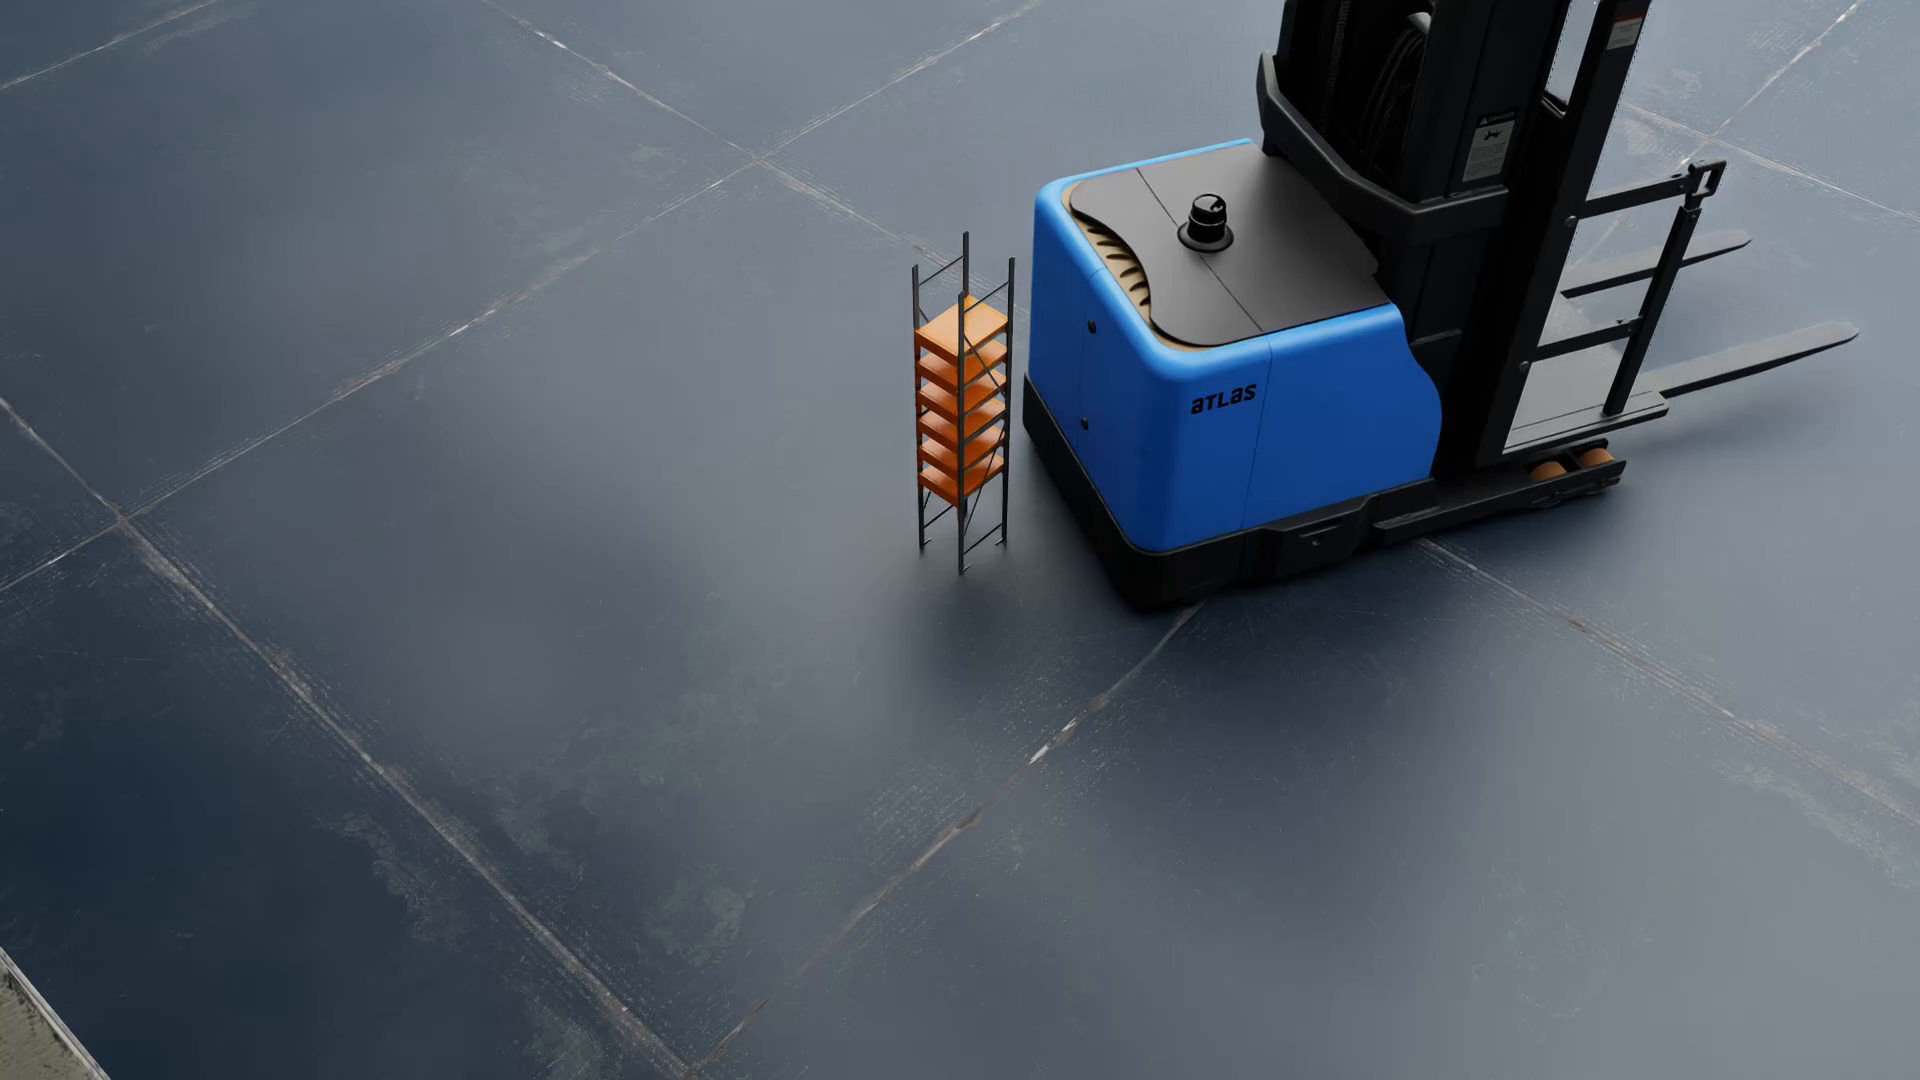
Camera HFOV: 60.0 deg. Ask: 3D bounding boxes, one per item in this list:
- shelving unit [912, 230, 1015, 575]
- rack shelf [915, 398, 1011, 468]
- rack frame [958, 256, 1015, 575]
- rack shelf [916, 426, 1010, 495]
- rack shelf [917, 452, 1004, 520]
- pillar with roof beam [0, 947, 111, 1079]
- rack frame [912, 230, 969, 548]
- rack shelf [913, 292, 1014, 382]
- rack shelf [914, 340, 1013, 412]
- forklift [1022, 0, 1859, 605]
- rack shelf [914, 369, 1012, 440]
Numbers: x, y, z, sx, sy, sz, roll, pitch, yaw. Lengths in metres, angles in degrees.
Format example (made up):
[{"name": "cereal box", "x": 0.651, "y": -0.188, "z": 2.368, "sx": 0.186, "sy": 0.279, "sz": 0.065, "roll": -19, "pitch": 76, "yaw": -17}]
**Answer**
[{"name": "shelving unit", "x": 0.011, "y": -0.404, "z": 5.297, "sx": 0.189, "sy": 1.200, "sz": 0.258, "roll": 34, "pitch": 55, "yaw": 28}, {"name": "rack shelf", "x": 0.011, "y": -0.373, "z": 5.329, "sx": 0.180, "sy": 0.103, "sz": 0.258, "roll": 34, "pitch": 55, "yaw": 28}, {"name": "rack frame", "x": 0.078, "y": -0.358, "z": 5.254, "sx": 0.006, "sy": 1.200, "sz": 0.240, "roll": 34, "pitch": 55, "yaw": 28}, {"name": "rack shelf", "x": 0.011, "y": -0.291, "z": 5.417, "sx": 0.180, "sy": 0.103, "sz": 0.258, "roll": 34, "pitch": 55, "yaw": 28}, {"name": "rack shelf", "x": 0.011, "y": -0.209, "z": 5.504, "sx": 0.180, "sy": 0.103, "sz": 0.258, "roll": 34, "pitch": 55, "yaw": 28}, {"name": "pillar with roof beam", "x": 1.402, "y": -3.337, "z": 2.702, "sx": 0.400, "sy": 9.000, "sz": 9.100, "roll": 34, "pitch": 55, "yaw": 28}, {"name": "rack frame", "x": -0.057, "y": -0.449, "z": 5.339, "sx": 0.006, "sy": 1.200, "sz": 0.240, "roll": 34, "pitch": 55, "yaw": 28}, {"name": "rack shelf", "x": 0.011, "y": -0.620, "z": 5.067, "sx": 0.180, "sy": 0.103, "sz": 0.258, "roll": 34, "pitch": 55, "yaw": 28}, {"name": "rack shelf", "x": 0.011, "y": -0.537, "z": 5.154, "sx": 0.180, "sy": 0.103, "sz": 0.258, "roll": 34, "pitch": 55, "yaw": 28}, {"name": "forklift", "x": 1.798, "y": -1.463, "z": 5.104, "sx": 3.031, "sy": 2.935, "sz": 1.130, "roll": -15, "pitch": 49, "yaw": -14}, {"name": "rack shelf", "x": 0.011, "y": -0.455, "z": 5.242, "sx": 0.180, "sy": 0.103, "sz": 0.258, "roll": 34, "pitch": 55, "yaw": 28}]
